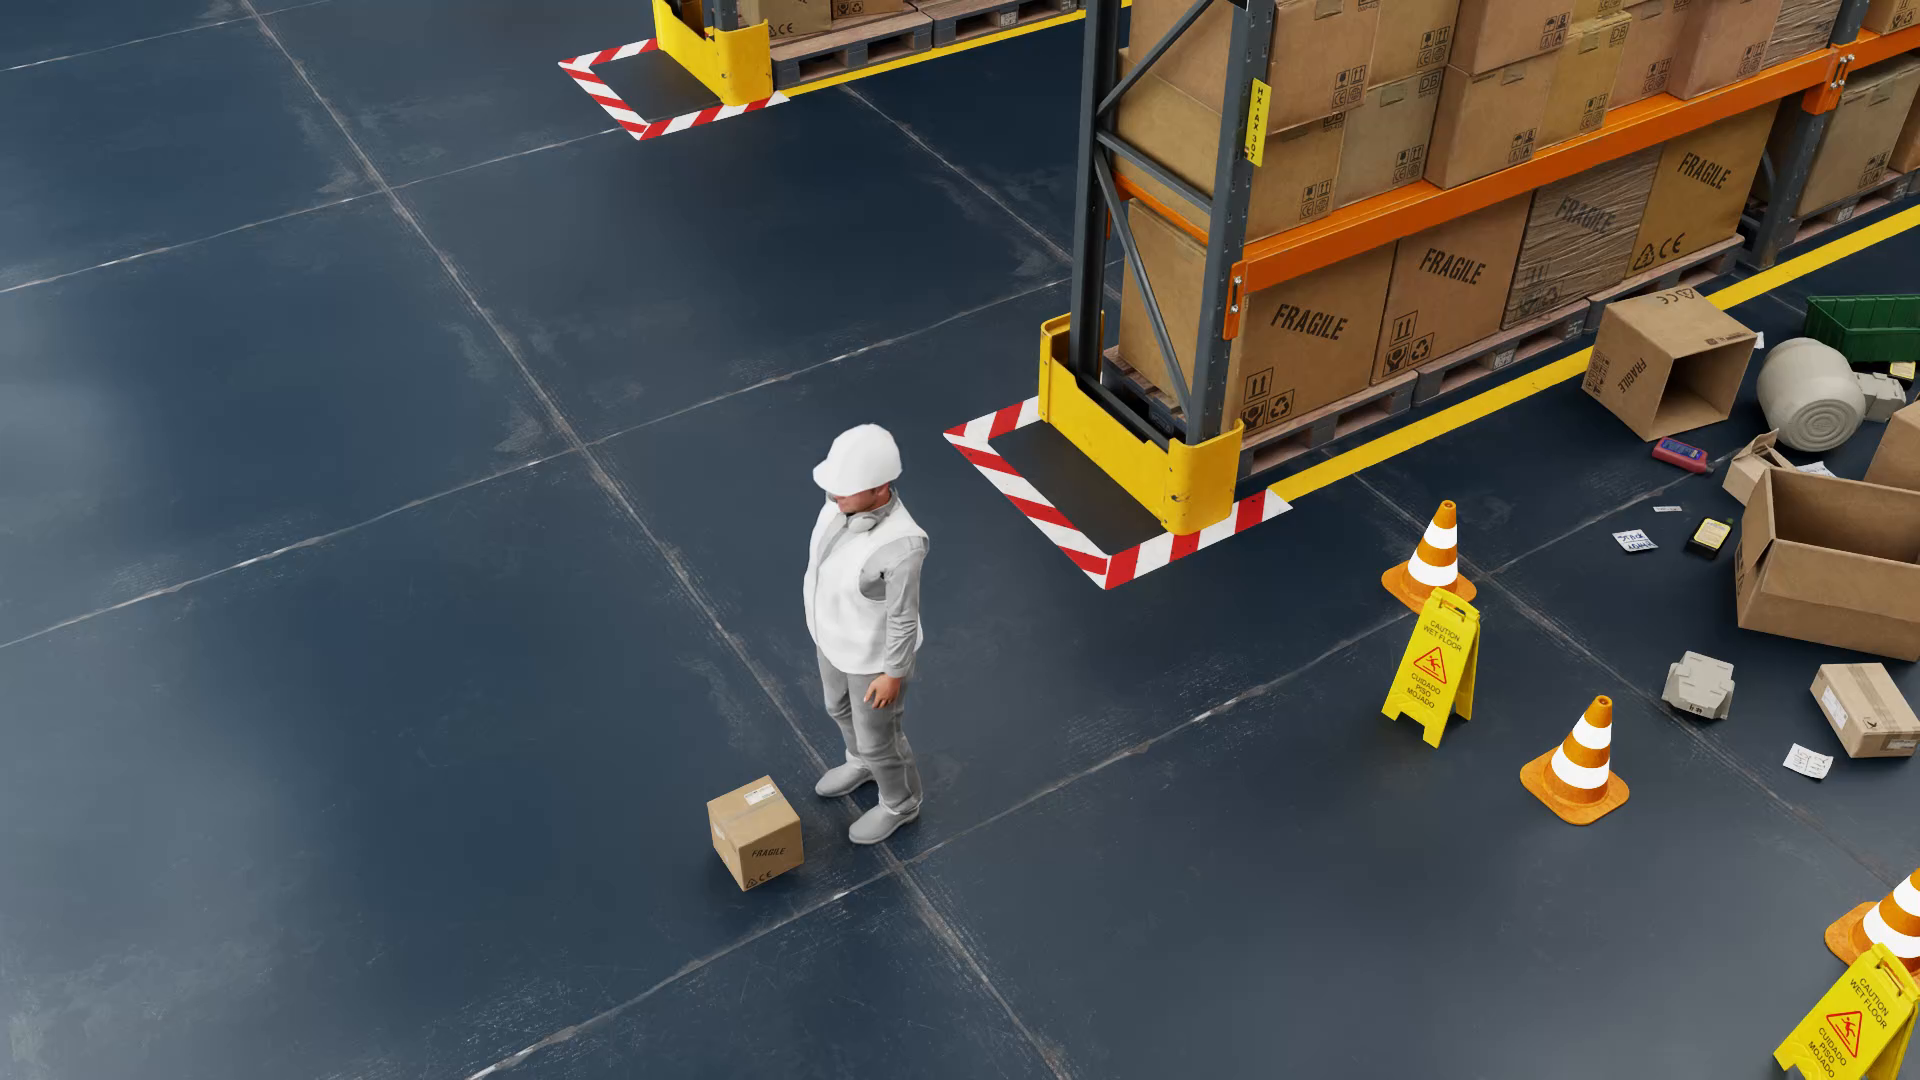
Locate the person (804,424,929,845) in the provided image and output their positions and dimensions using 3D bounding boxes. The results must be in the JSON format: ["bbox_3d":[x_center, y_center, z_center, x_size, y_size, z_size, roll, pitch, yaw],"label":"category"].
[{"bbox_3d":[-0.325,0.338,5.746,0.360,1.768,0.533,-21,45,-23],"label":"person"}]
